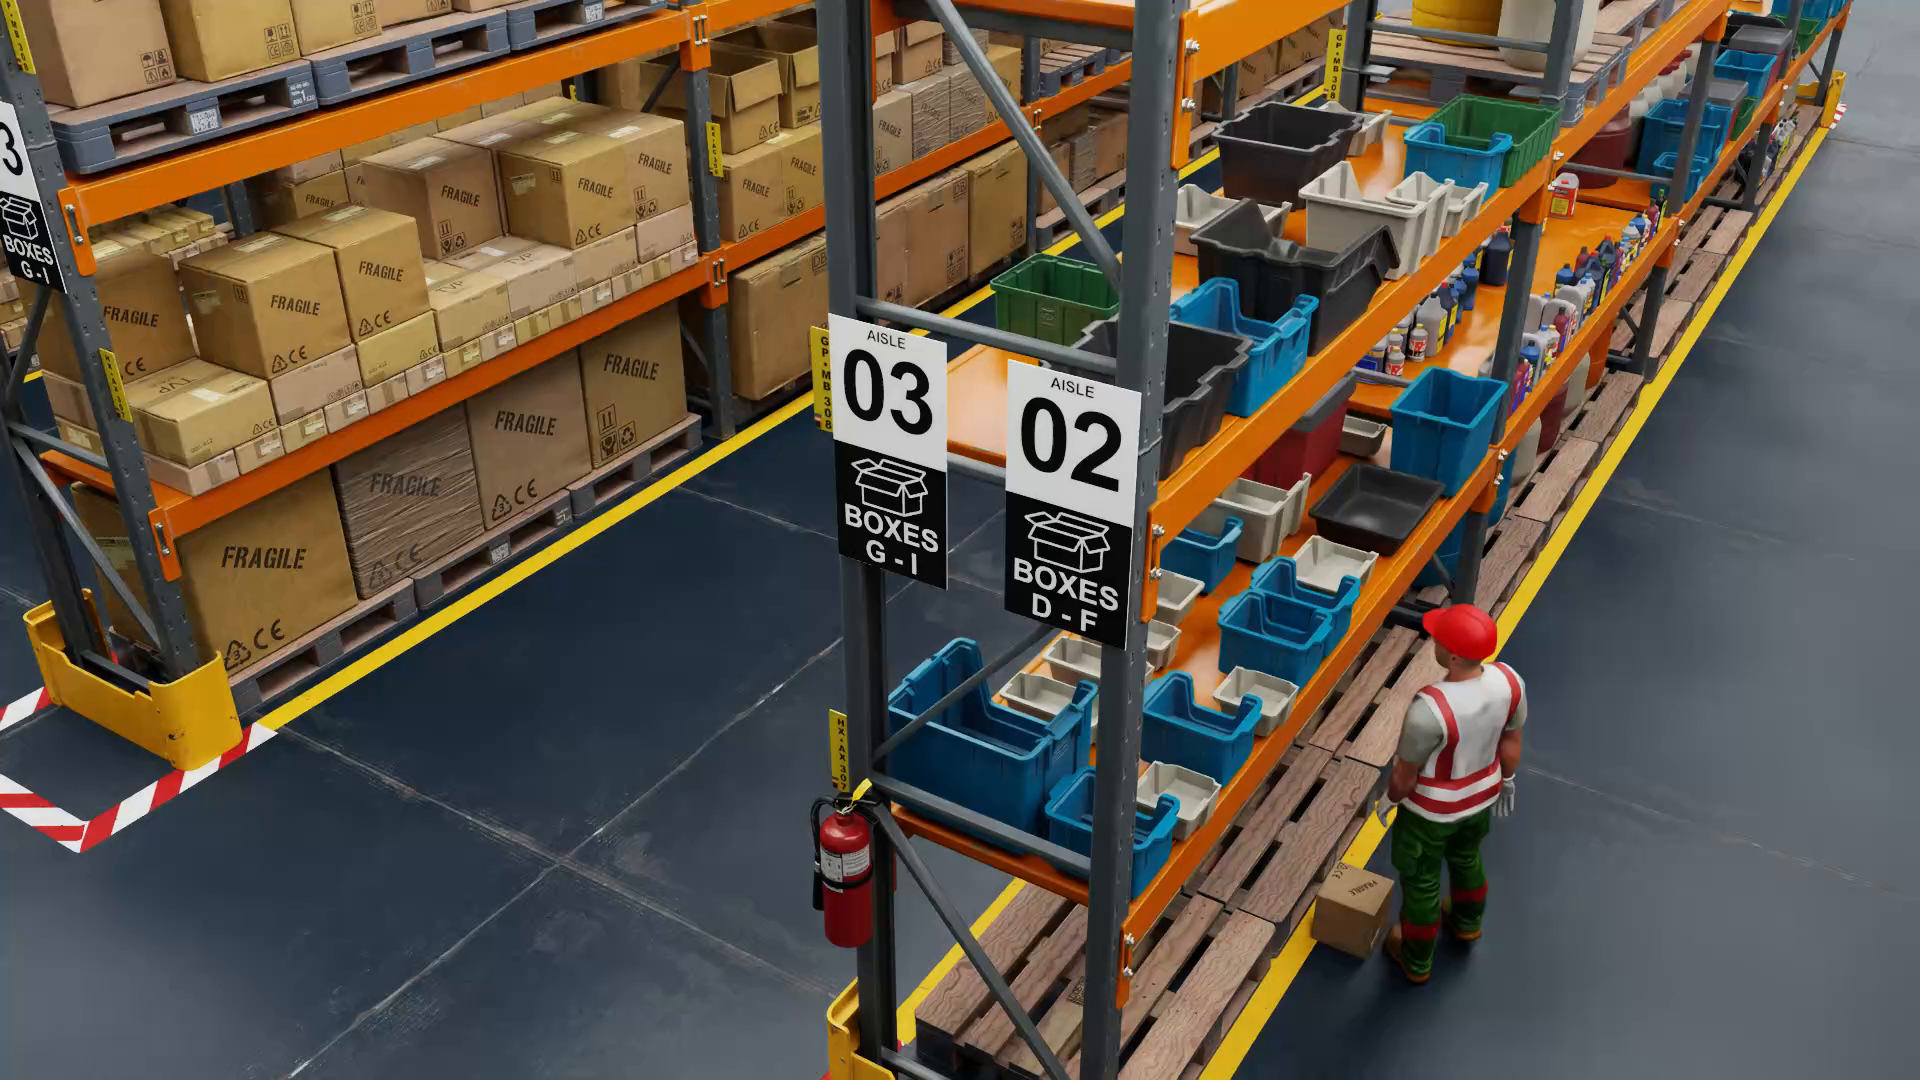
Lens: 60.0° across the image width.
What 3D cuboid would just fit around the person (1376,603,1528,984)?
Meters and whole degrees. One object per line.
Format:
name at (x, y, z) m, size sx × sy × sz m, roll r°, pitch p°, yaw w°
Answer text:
person at (1.913, 0.964, 6.485) m, size 0.725 × 1.806 × 0.420 m, roll -14°, pitch 33°, yaw -23°
